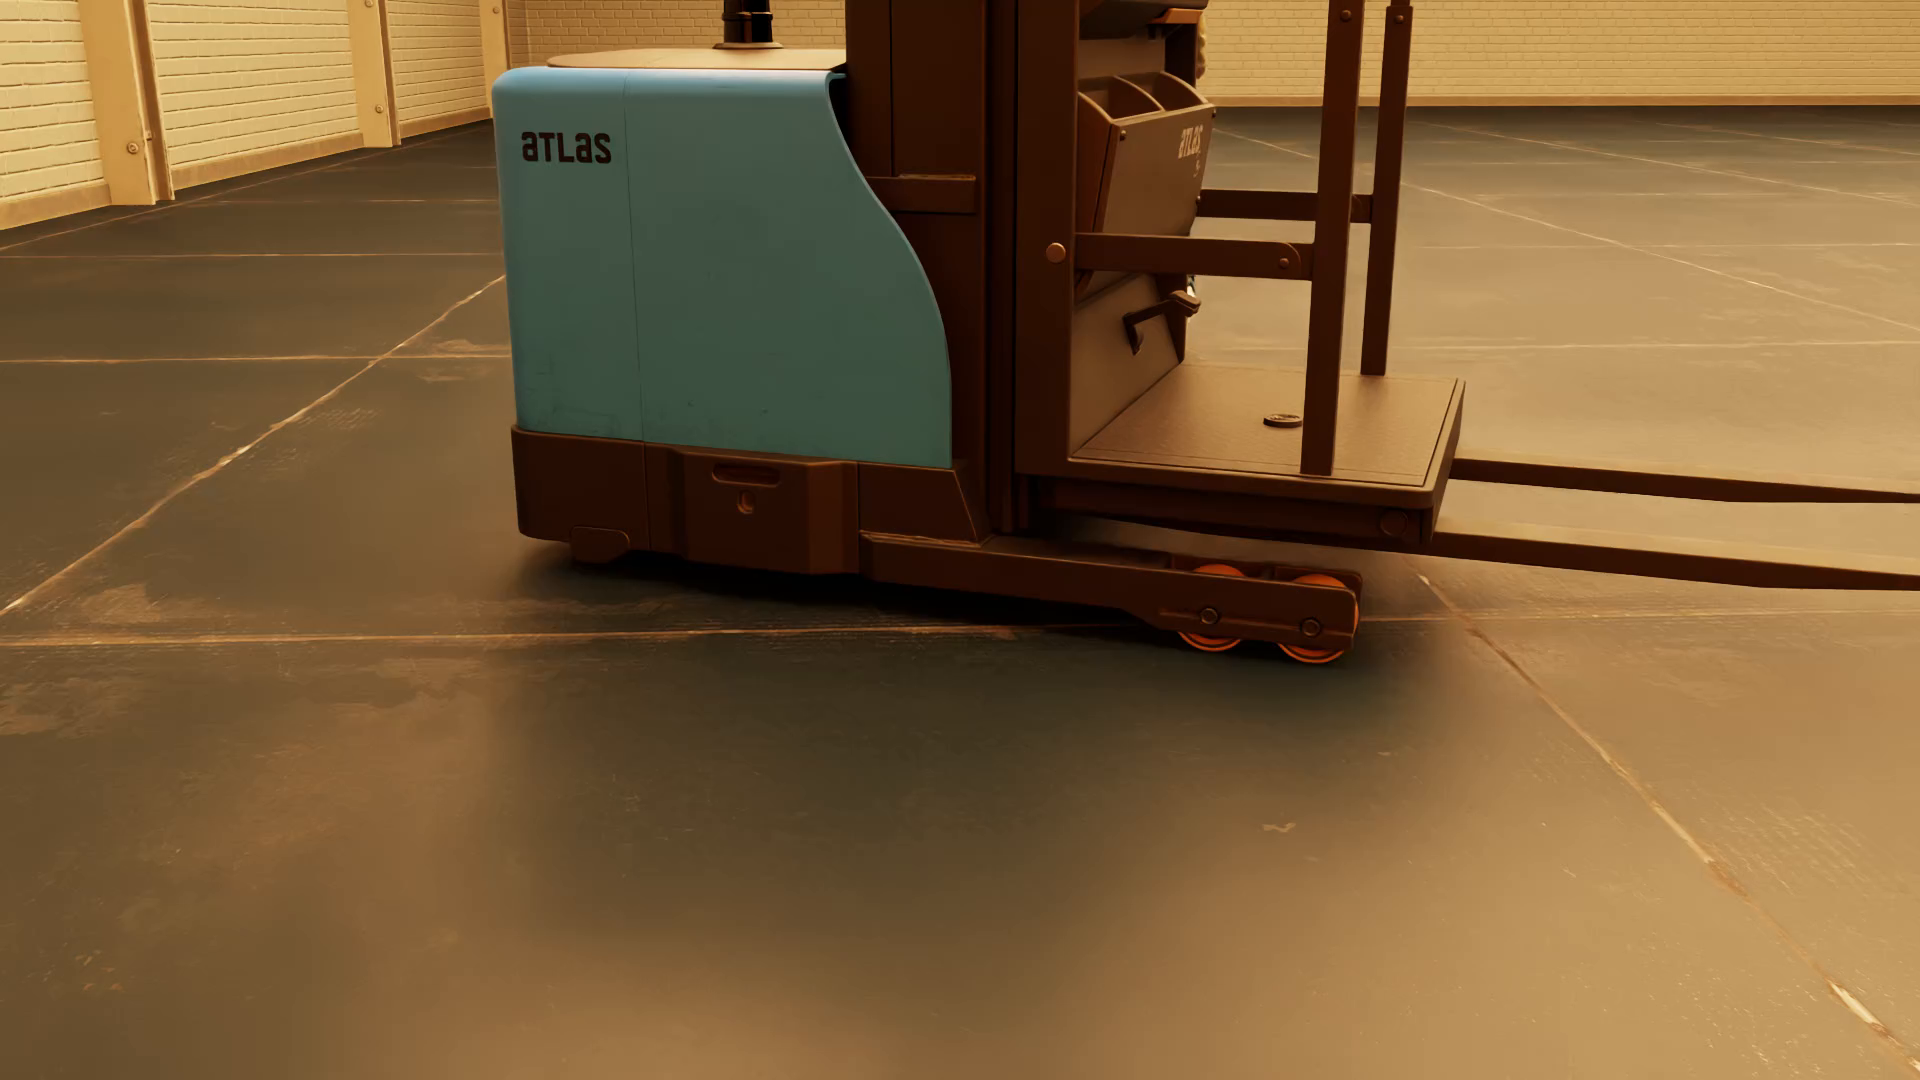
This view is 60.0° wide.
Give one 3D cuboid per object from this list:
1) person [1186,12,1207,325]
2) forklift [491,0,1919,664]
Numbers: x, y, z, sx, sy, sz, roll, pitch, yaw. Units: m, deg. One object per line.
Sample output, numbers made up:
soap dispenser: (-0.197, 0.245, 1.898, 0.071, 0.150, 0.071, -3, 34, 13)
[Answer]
person: (0.643, -1.517, 6.240, 0.595, 1.555, 0.533, -3, 17, -10)
forklift: (0.576, -1.343, 3.296, 3.031, 2.935, 1.130, 6, 18, 18)
